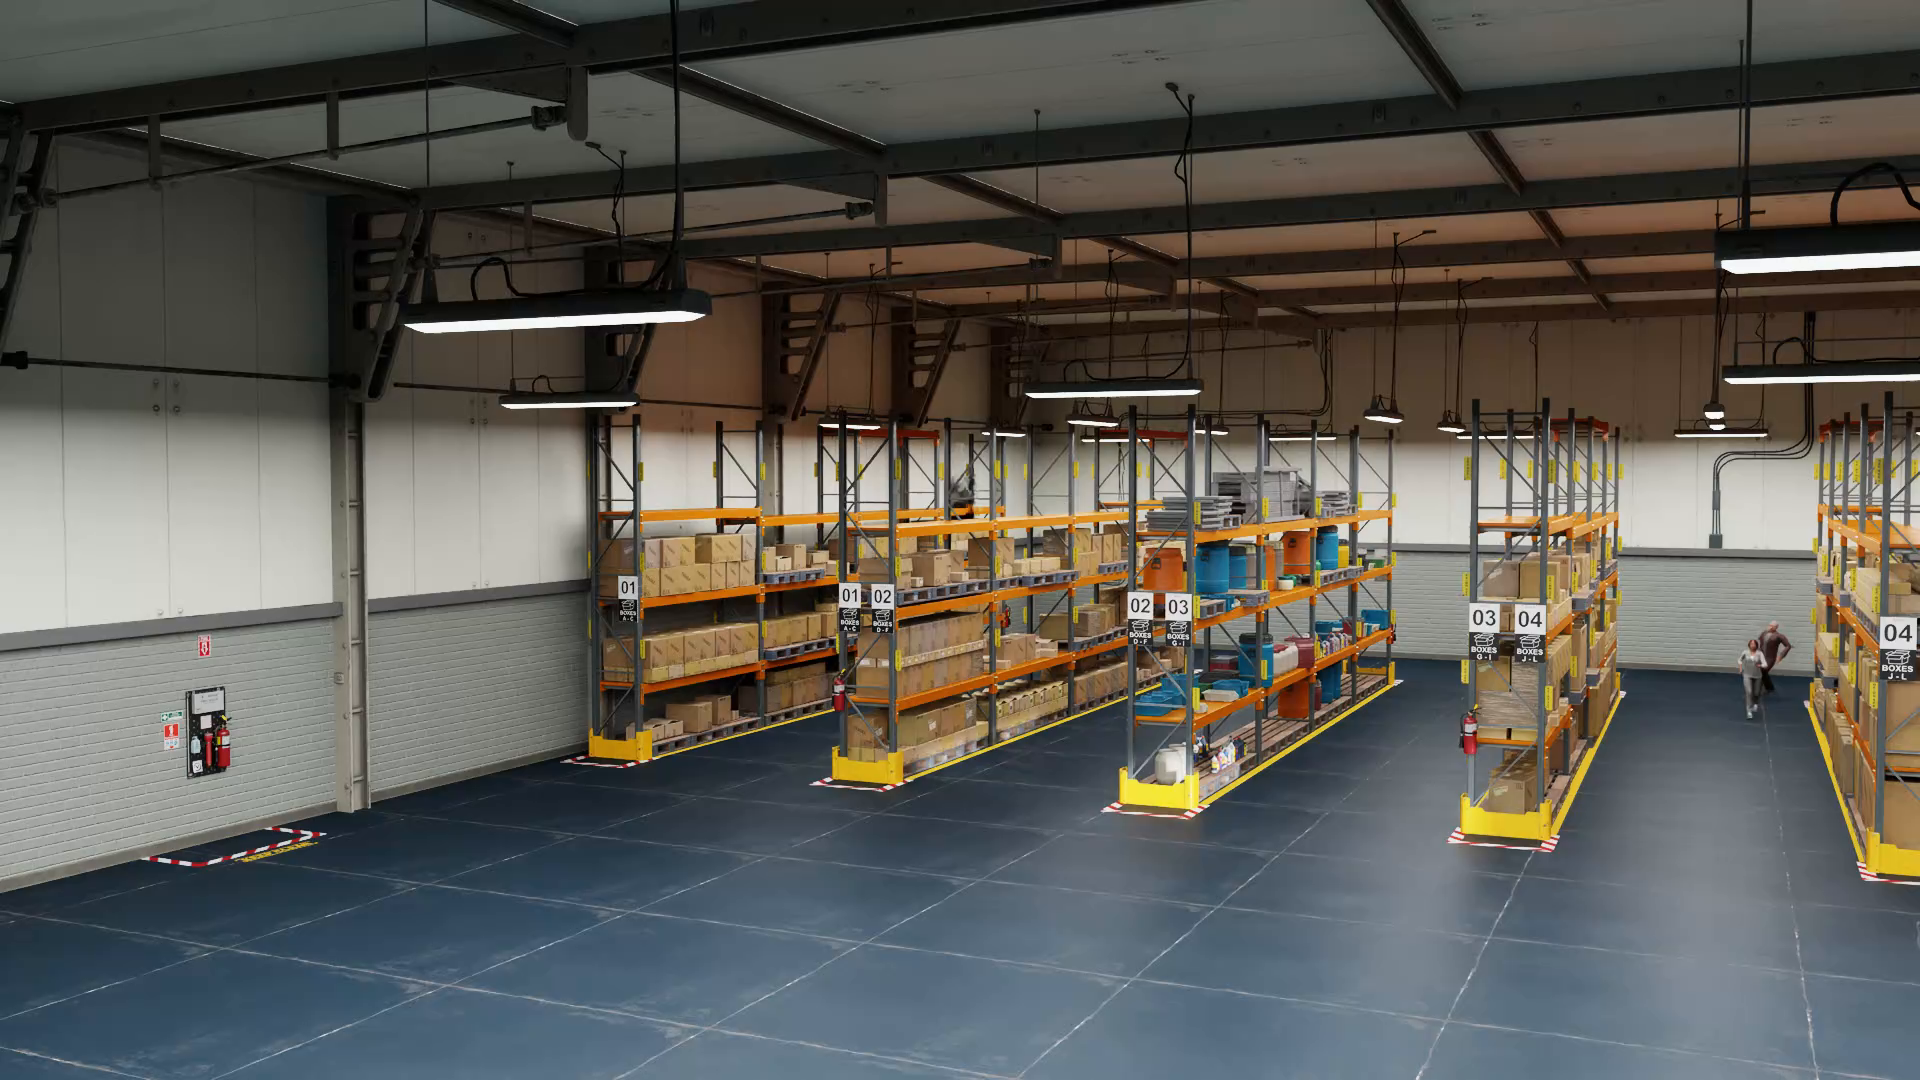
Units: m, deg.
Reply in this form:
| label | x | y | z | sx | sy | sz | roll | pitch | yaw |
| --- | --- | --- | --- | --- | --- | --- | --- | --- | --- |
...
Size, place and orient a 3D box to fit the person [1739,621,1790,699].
| label | x | y | z | sx | sy | sz | roll | pitch | yaw |
| --- | --- | --- | --- | --- | --- | --- | --- | --- | --- |
| person | 17.665 | 2.630 | 36.460 | 0.926 | 1.746 | 0.854 | -1 | 2 | -18 |

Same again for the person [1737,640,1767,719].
| label | x | y | z | sx | sy | sz | roll | pitch | yaw |
| --- | --- | --- | --- | --- | --- | --- | --- | --- | --- |
| person | 16.095 | 2.811 | 33.789 | 0.545 | 1.574 | 0.857 | 1 | 3 | 24 |
